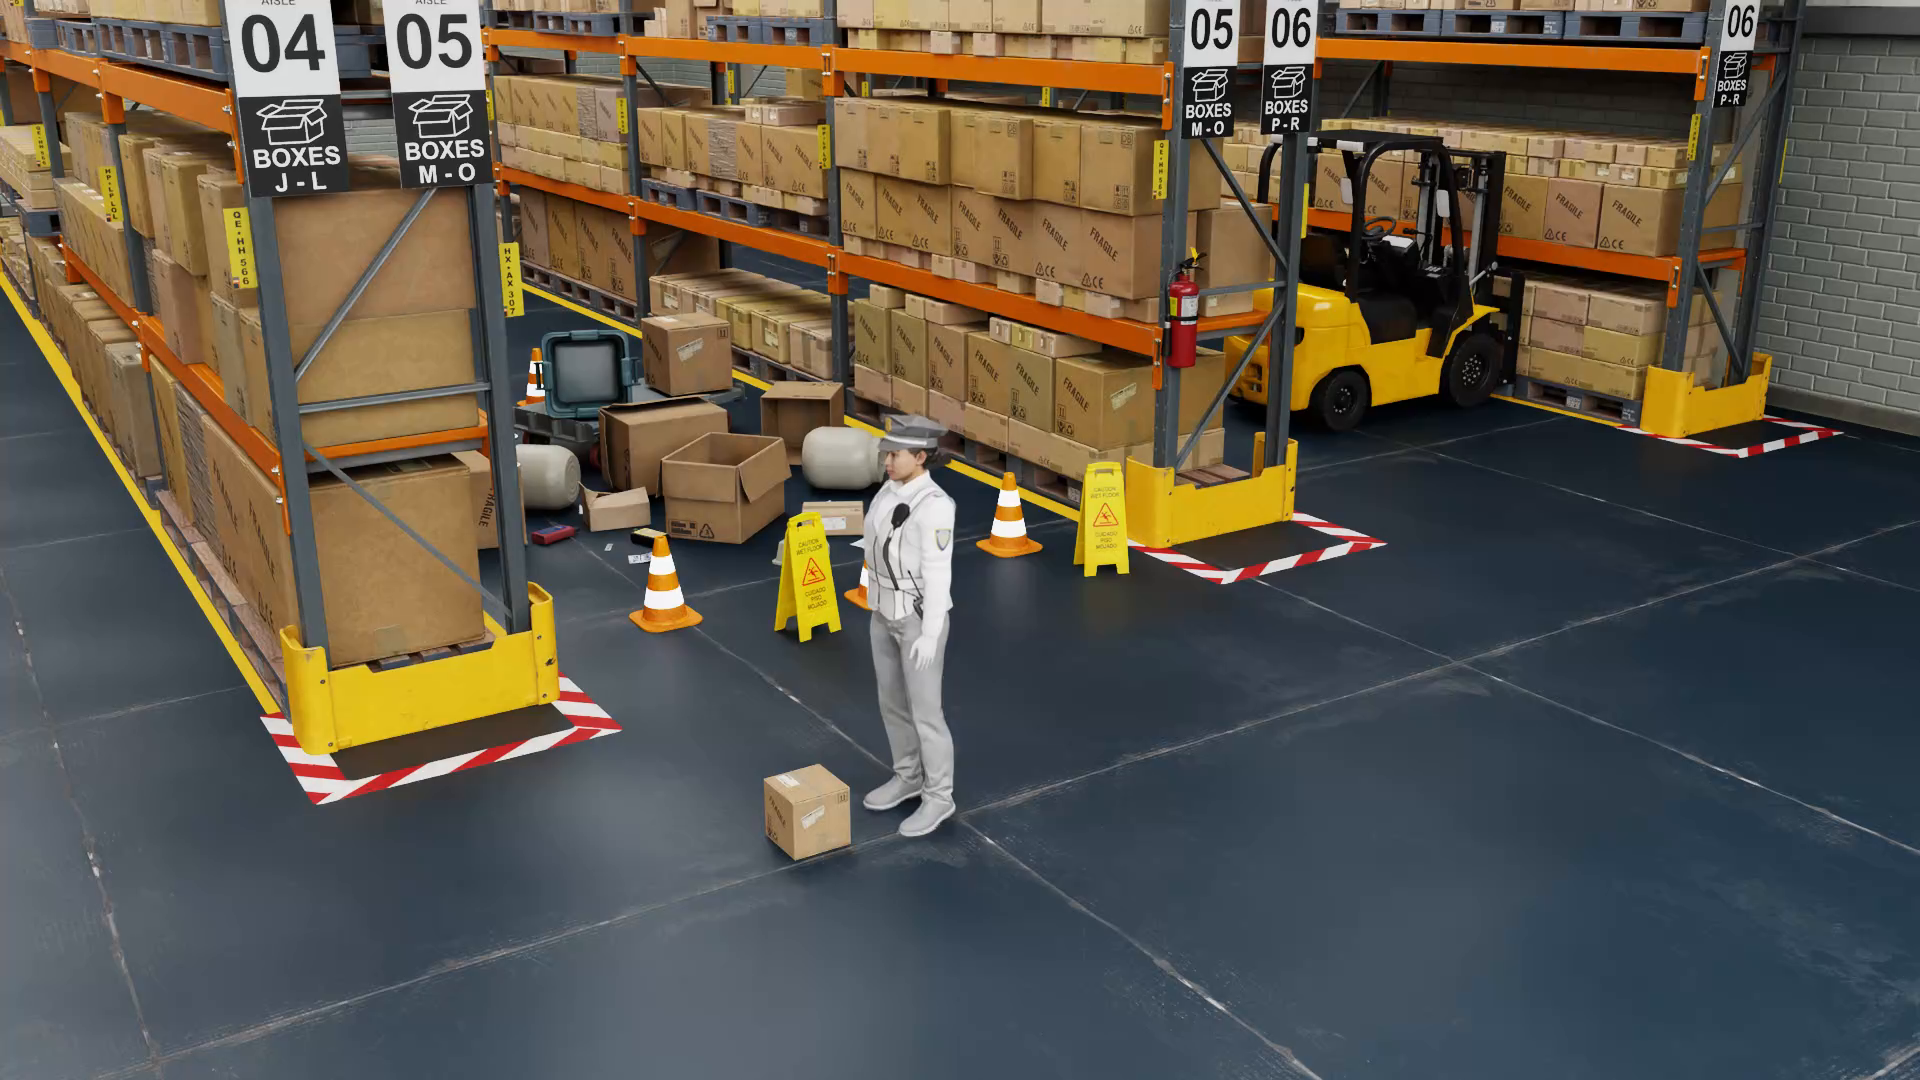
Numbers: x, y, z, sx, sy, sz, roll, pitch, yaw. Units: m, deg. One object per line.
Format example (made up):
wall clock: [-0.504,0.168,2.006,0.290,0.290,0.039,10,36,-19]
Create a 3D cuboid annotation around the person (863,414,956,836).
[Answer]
person: [-0.207,0.323,6.569,0.337,1.694,0.477,-11,21,-30]
